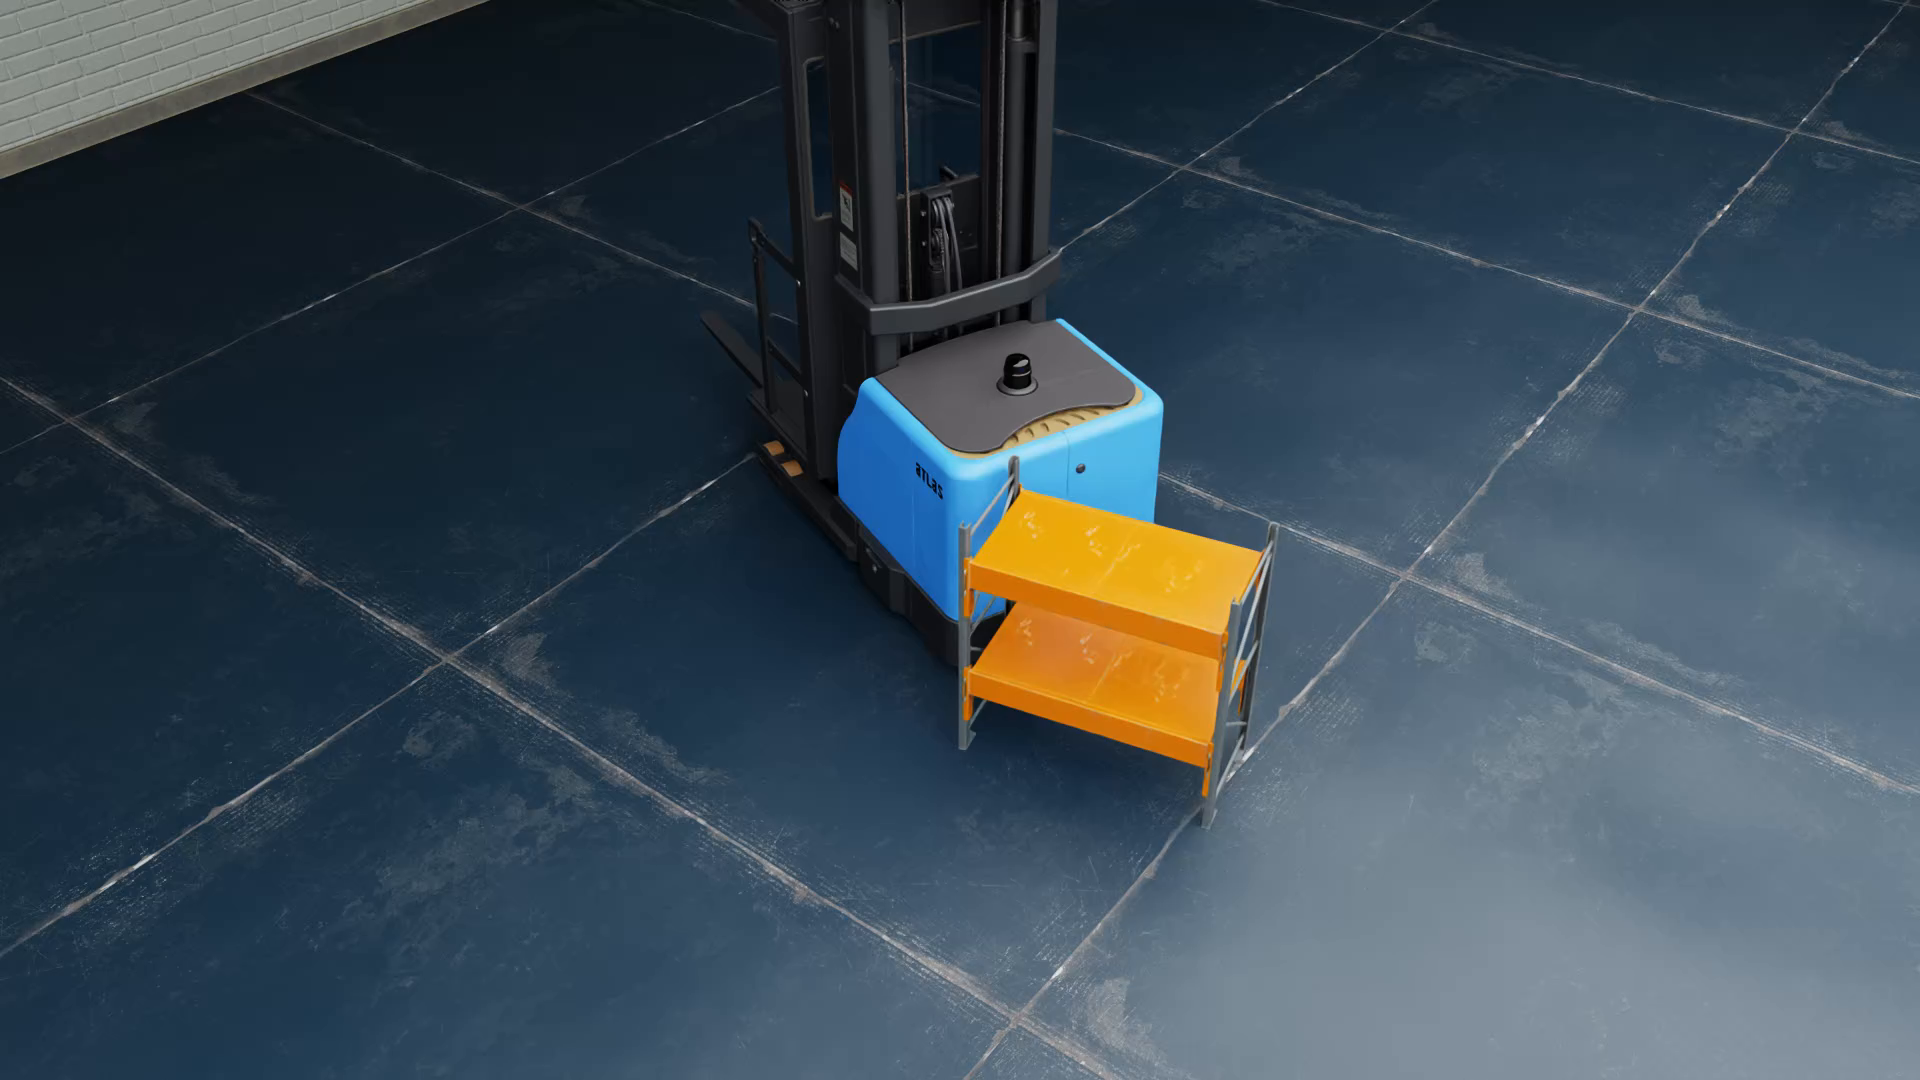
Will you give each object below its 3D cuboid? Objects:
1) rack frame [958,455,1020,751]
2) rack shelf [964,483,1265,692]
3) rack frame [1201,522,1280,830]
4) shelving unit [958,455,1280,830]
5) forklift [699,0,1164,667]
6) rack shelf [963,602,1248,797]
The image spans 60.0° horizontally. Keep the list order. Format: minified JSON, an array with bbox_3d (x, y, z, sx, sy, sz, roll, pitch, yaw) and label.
[{"bbox_3d":[0.112,0.261,6.505,0.032,1.125,0.500,16,41,19],"label":"rack frame"},{"bbox_3d":[0.575,0.160,6.159,1.000,0.278,0.538,16,41,19],"label":"rack shelf"},{"bbox_3d":[1.037,0.520,6.173,0.032,1.125,0.500,16,41,19],"label":"rack frame"},{"bbox_3d":[0.575,0.390,6.339,1.048,1.125,0.538,16,41,19],"label":"shelving unit"},{"bbox_3d":[-0.340,-1.505,7.295,1.130,2.935,3.031,-20,42,-24],"label":"forklift"},{"bbox_3d":[0.575,0.583,6.490,1.000,0.278,0.538,16,41,19],"label":"rack shelf"}]
